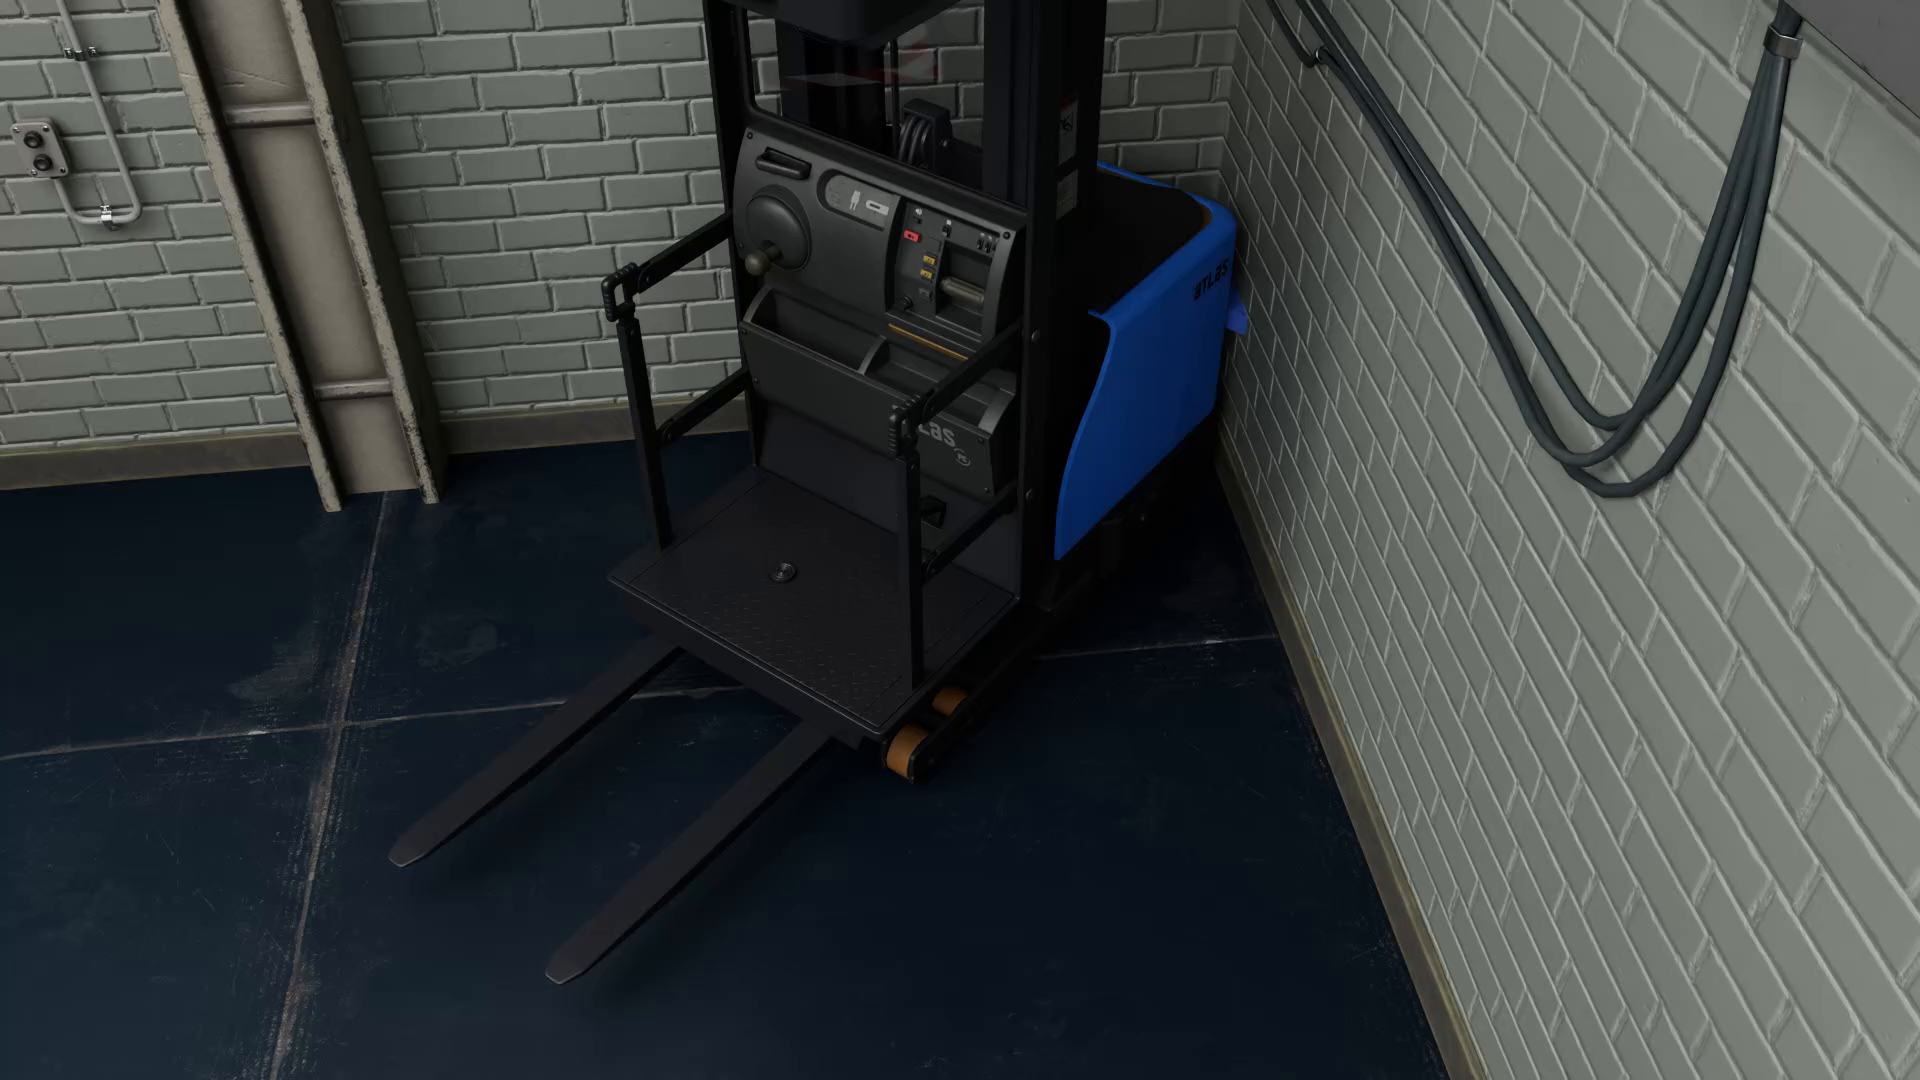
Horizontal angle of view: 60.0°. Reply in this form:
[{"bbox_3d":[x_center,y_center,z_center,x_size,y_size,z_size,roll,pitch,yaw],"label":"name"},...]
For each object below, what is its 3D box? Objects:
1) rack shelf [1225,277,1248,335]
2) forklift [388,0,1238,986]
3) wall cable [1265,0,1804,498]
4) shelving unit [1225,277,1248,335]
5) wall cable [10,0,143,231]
[{"bbox_3d":[0.771,-1.014,5.940,1.000,0.185,0.538,28,52,26],"label":"rack shelf"},{"bbox_3d":[-0.373,-0.751,4.395,1.130,2.935,3.031,26,48,26],"label":"forklift"},{"bbox_3d":[1.030,-1.852,3.403,0.112,2.526,3.097,-5,42,-6],"label":"wall cable"},{"bbox_3d":[0.766,-1.141,5.812,1.048,1.500,0.538,28,52,26],"label":"shelving unit"},{"bbox_3d":[-3.478,-1.640,4.570,1.851,1.984,0.084,-5,42,-6],"label":"wall cable"}]
